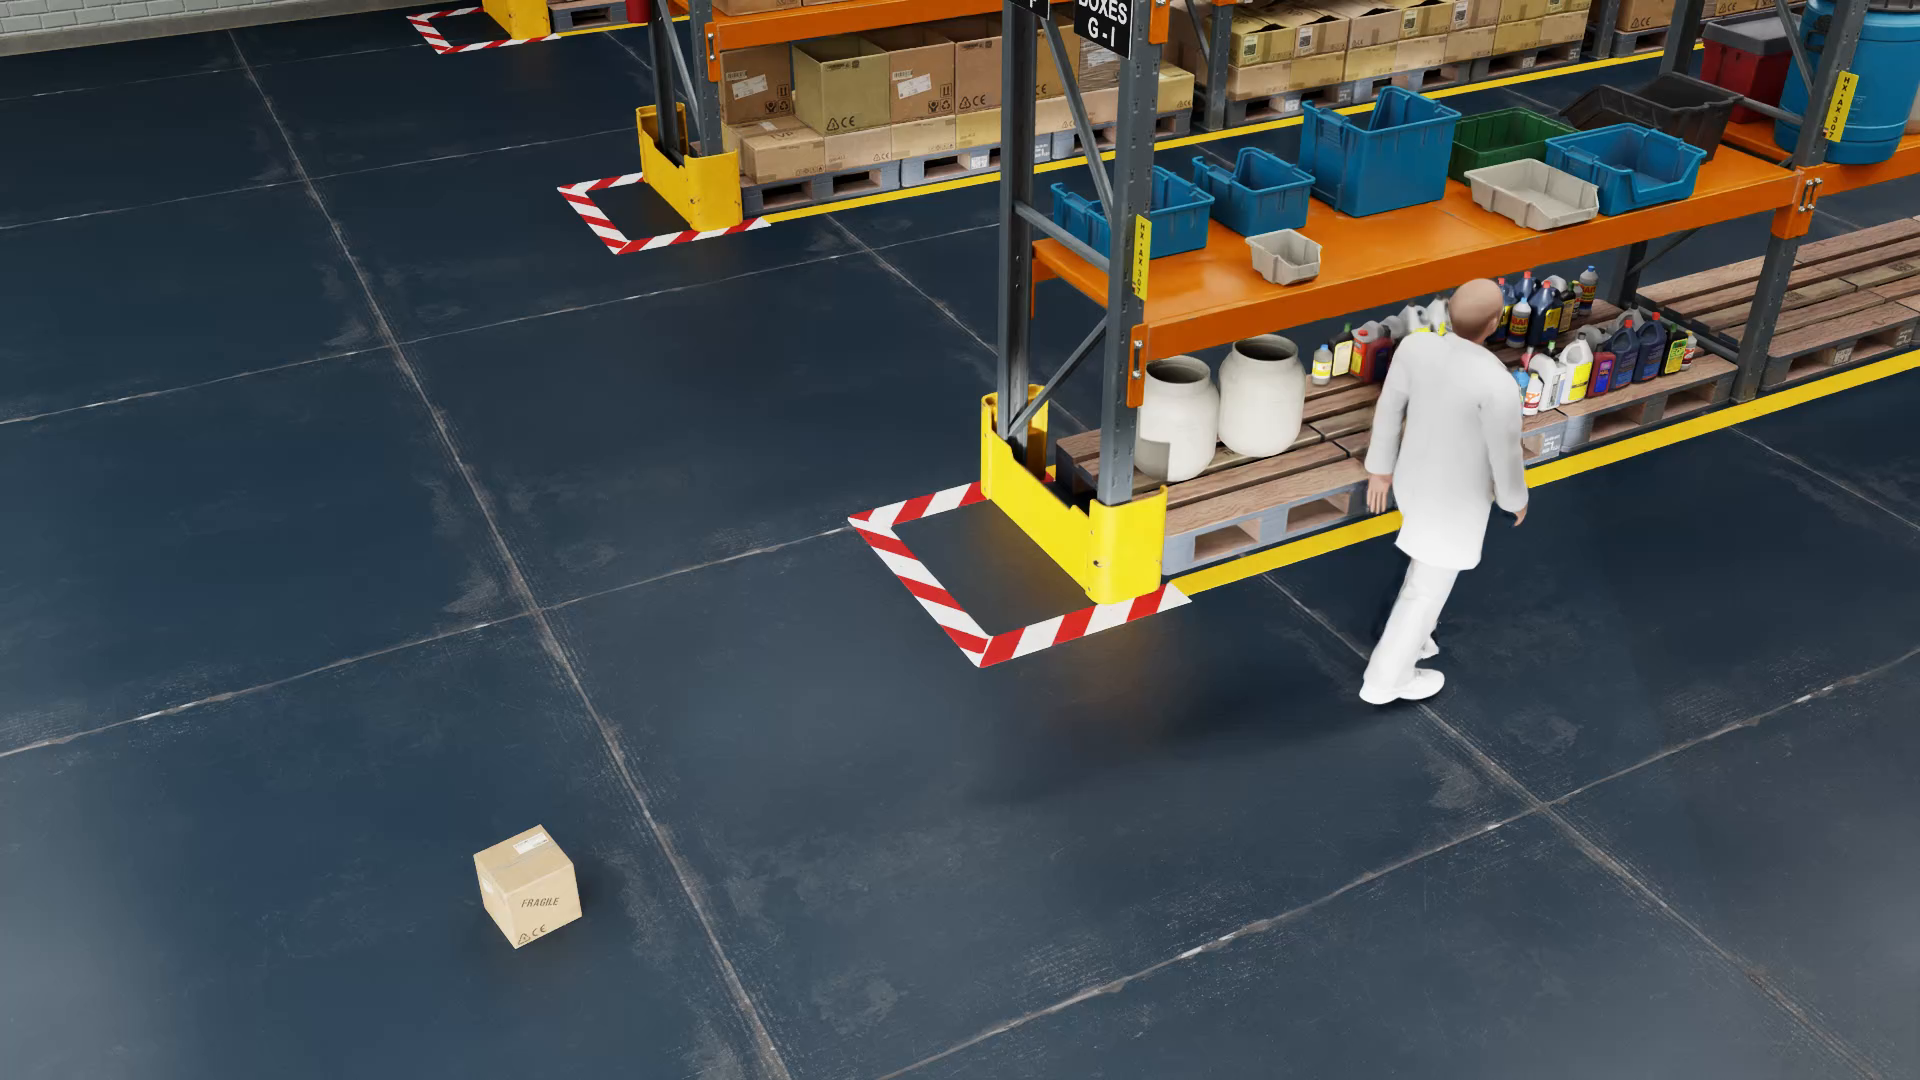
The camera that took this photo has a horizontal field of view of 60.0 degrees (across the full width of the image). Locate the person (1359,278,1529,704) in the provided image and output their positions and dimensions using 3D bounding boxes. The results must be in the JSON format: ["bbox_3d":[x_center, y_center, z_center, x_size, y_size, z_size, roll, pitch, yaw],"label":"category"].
[{"bbox_3d":[1.849,-0.151,6.408,0.590,1.847,0.578,-16,36,-23],"label":"person"}]
